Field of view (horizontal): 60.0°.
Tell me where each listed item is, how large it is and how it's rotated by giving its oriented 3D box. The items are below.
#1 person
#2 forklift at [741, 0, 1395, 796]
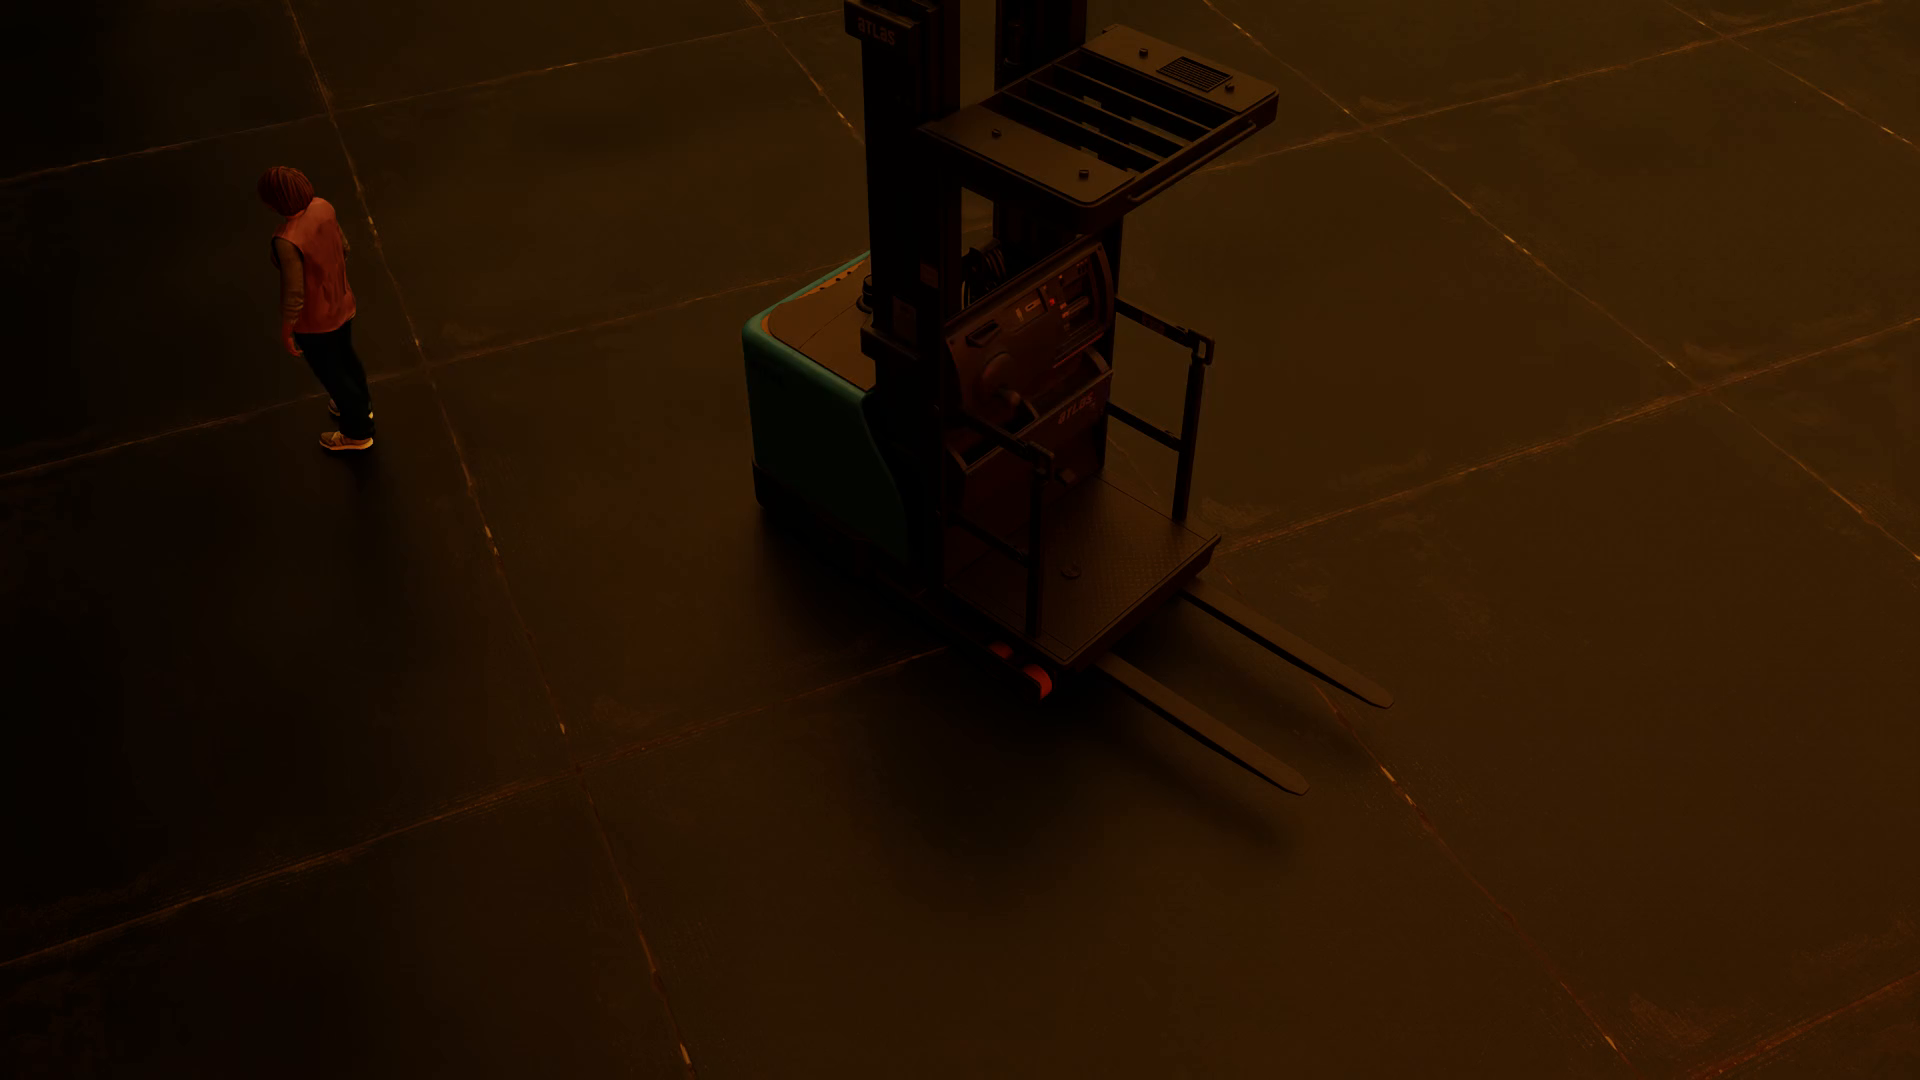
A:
[{"bbox_3d":[-3.059,-1.077,7.802,0.473,1.599,0.521,10,44,11],"label":"person"},{"bbox_3d":[0.445,-0.788,6.525,3.031,2.935,1.130,32,52,30],"label":"forklift"}]
